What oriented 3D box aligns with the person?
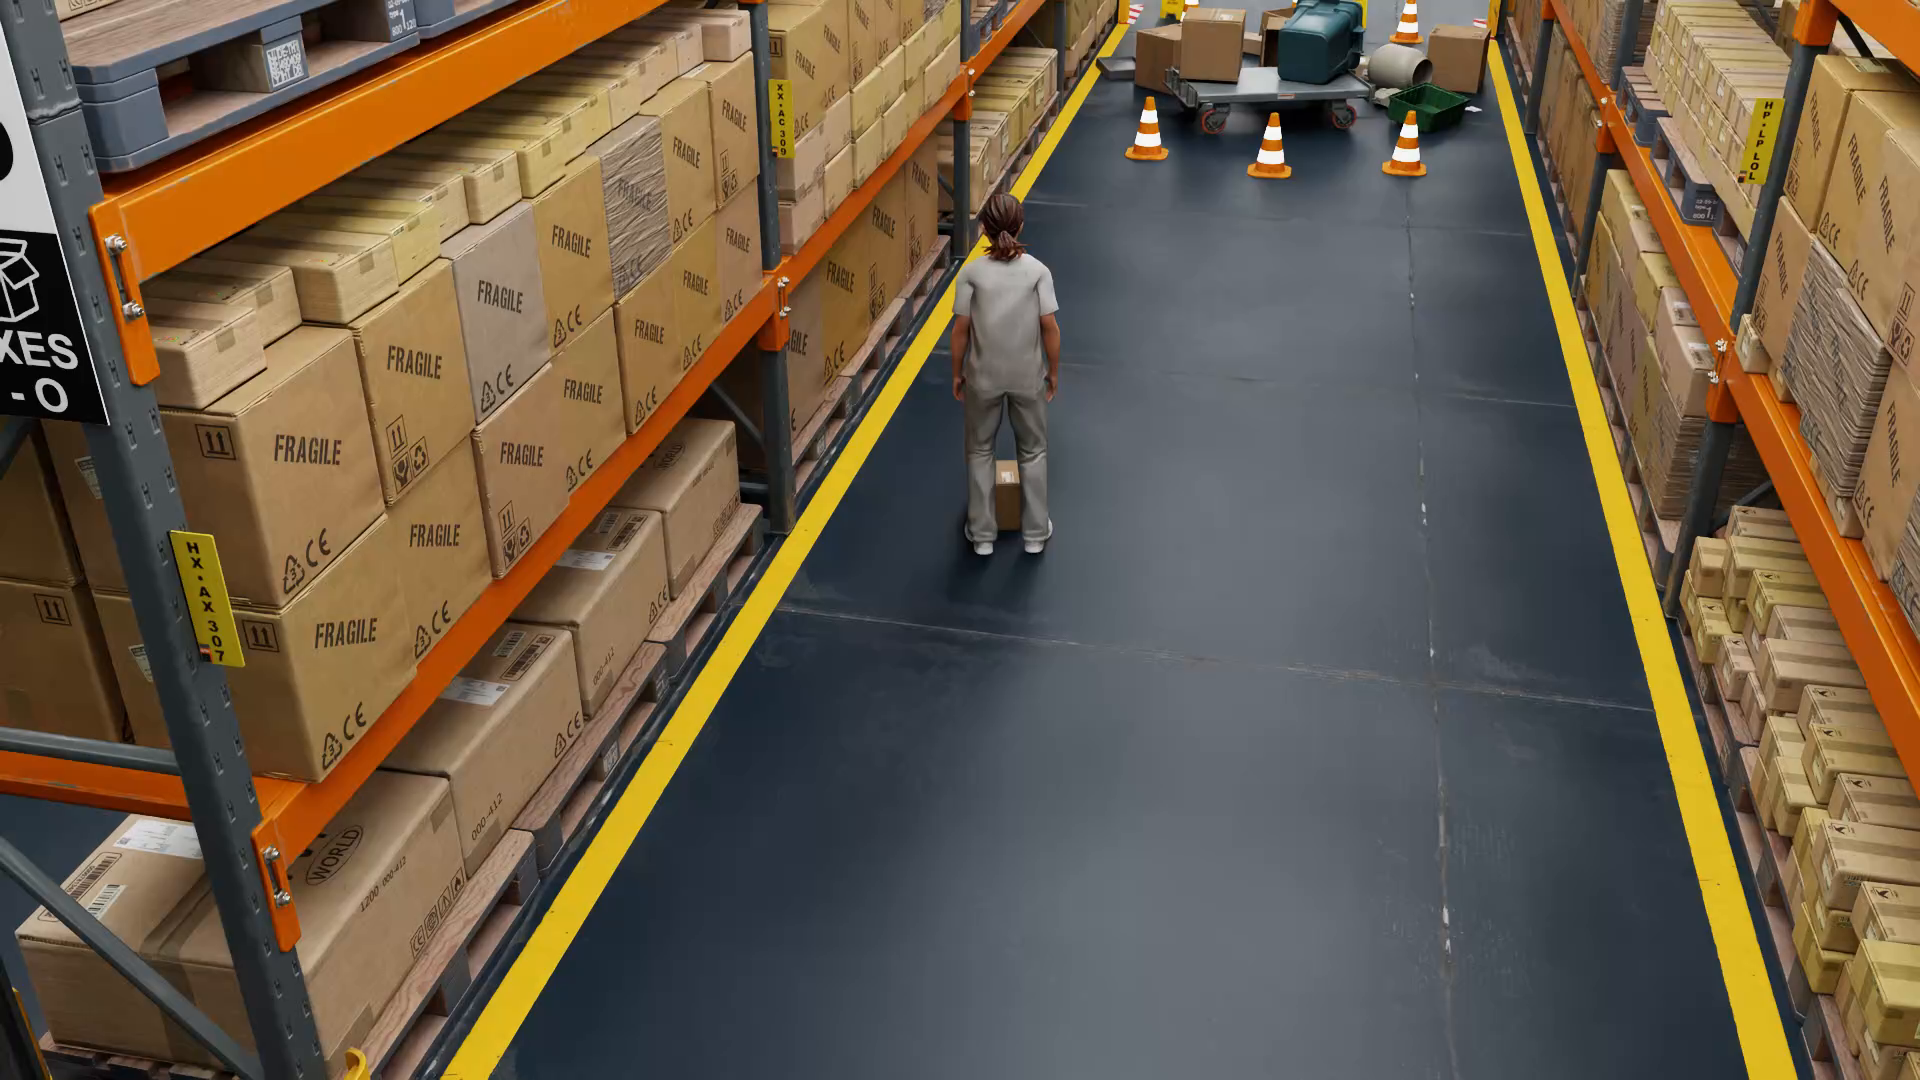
[{"bbox_3d":[0.200,-0.717,7.426,0.486,1.672,0.363,-1,29,-1],"label":"person"}]
